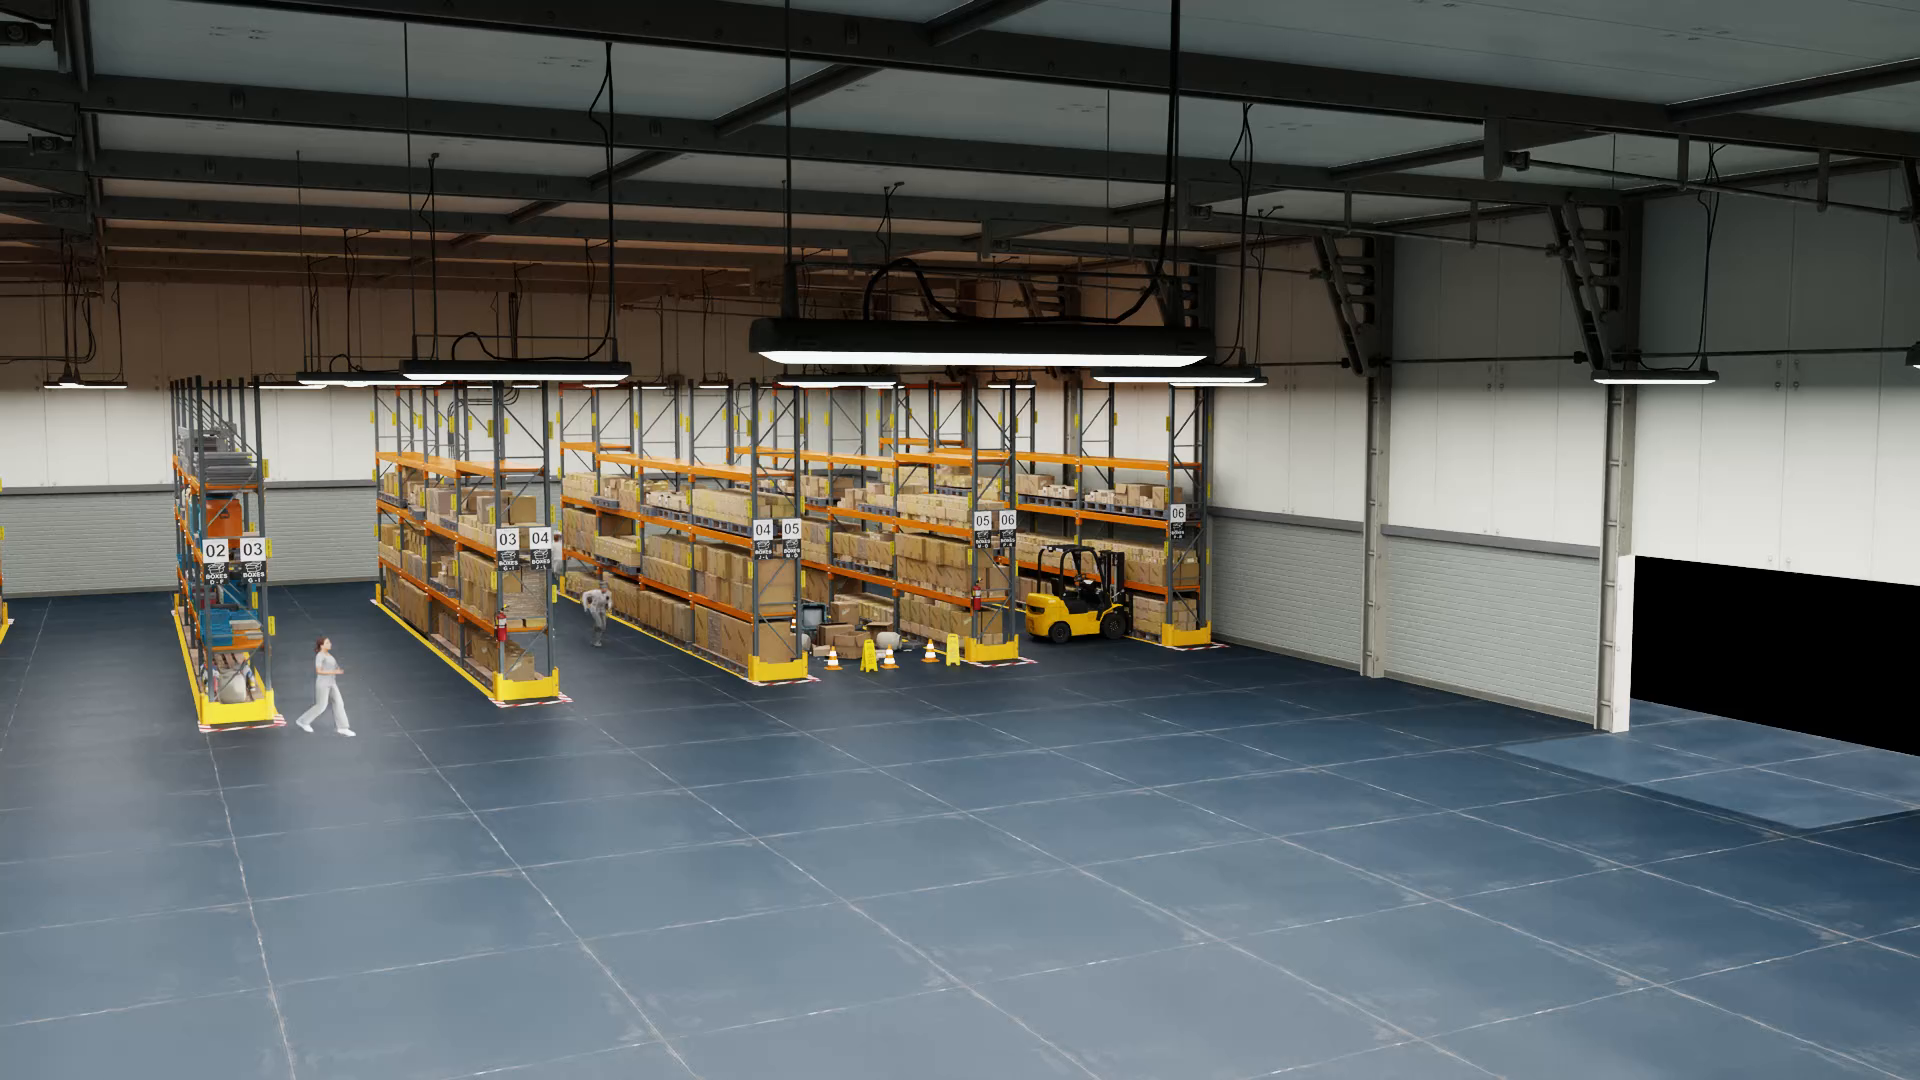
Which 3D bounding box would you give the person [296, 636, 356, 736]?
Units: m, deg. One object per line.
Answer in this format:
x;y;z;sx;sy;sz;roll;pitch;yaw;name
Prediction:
-10.542;2.429;27.579;0.956;1.683;0.566;0;5;2;person

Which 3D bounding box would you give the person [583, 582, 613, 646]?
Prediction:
-8.128;1.660;37.339;0.646;1.498;0.822;-4;6;-36;person

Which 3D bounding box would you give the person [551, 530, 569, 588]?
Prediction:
-11.676;0.565;48.212;0.682;1.716;0.701;3;6;32;person
